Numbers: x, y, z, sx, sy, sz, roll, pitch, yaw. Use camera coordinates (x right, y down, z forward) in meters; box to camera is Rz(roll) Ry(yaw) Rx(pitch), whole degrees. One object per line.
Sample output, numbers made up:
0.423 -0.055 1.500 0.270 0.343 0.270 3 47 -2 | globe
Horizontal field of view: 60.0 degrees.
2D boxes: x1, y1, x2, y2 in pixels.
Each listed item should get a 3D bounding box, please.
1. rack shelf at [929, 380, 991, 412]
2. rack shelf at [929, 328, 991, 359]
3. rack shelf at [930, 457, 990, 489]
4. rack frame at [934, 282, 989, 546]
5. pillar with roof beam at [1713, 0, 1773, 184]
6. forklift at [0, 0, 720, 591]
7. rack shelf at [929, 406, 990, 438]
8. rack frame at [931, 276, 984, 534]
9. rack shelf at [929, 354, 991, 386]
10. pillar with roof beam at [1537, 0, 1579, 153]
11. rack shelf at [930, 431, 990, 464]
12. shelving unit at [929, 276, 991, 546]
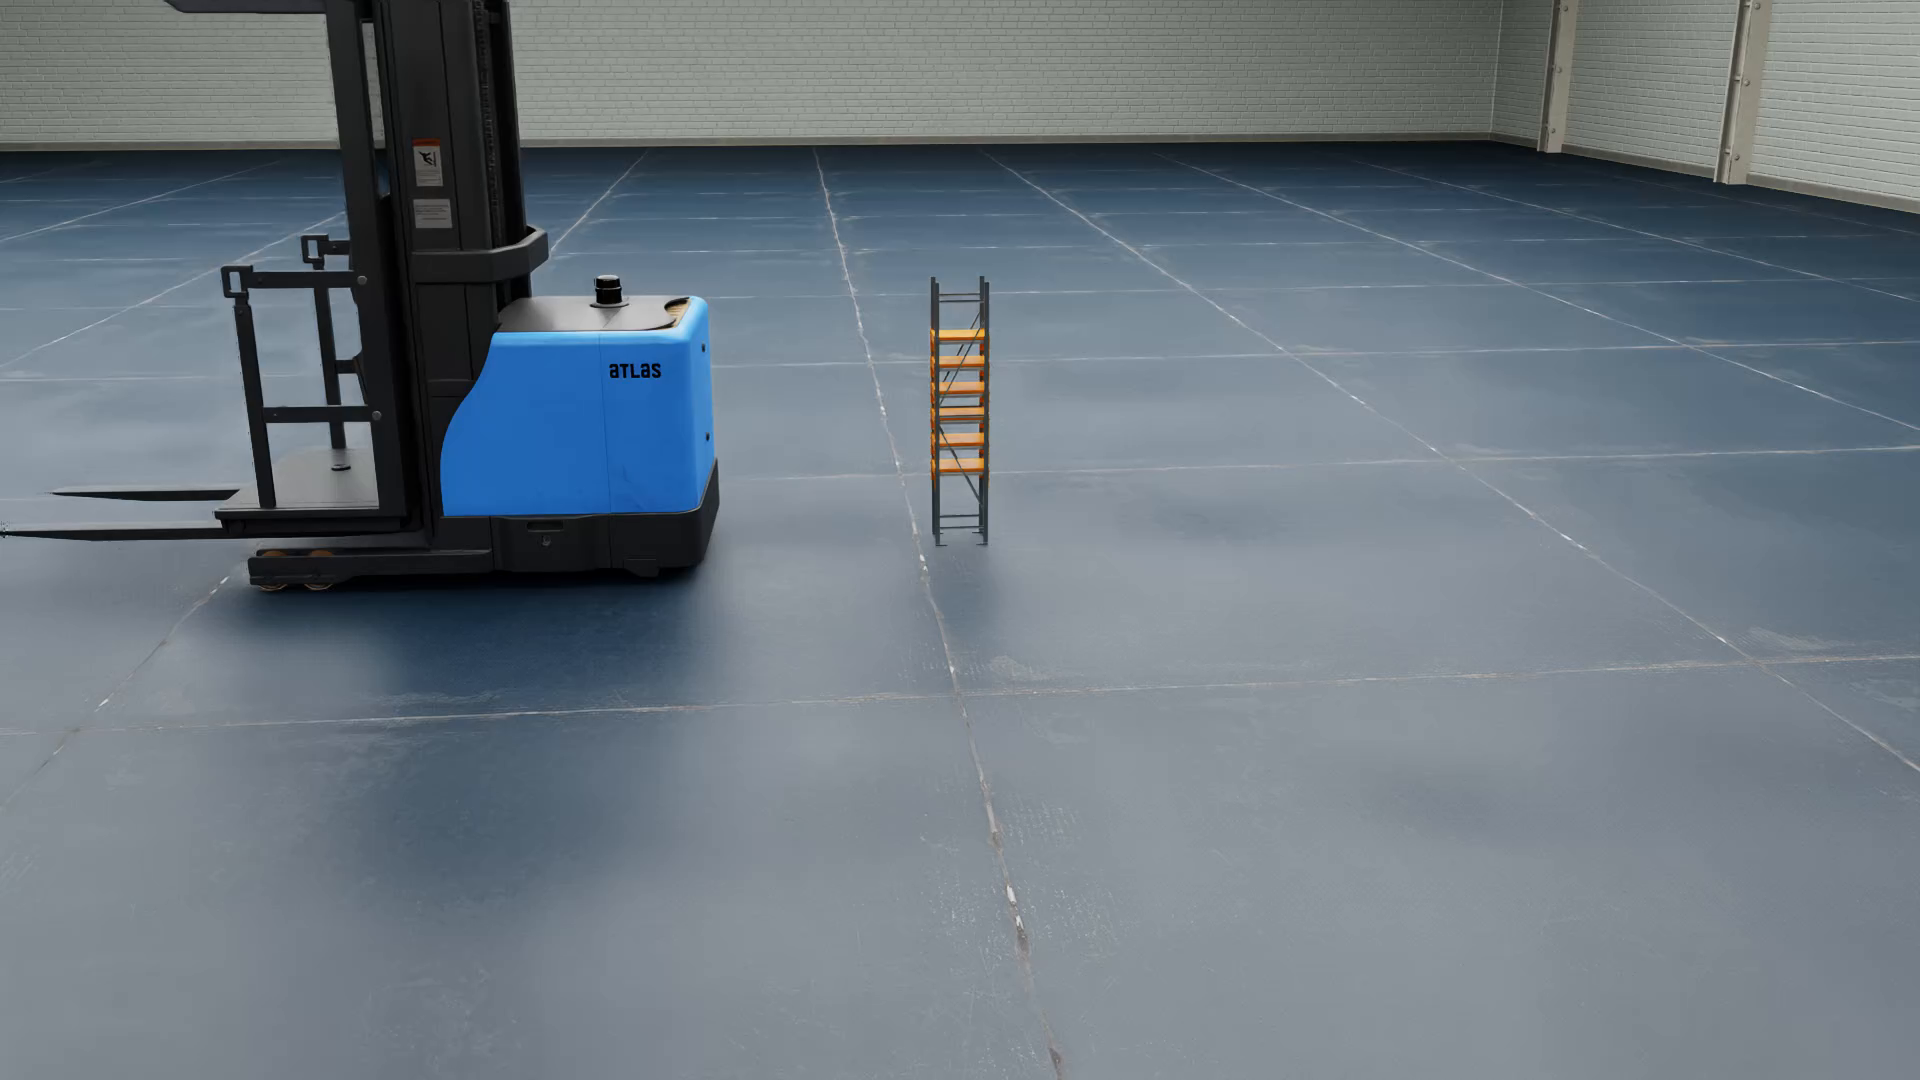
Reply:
-0.001 -0.649 7.488 0.258 0.103 0.180 -2 18 -6 | rack shelf
-0.002 -0.878 7.417 0.258 0.103 0.180 -2 18 -6 | rack shelf
-0.001 -0.305 7.596 0.258 0.103 0.180 -2 18 -6 | rack shelf
0.008 -0.550 7.424 0.240 1.200 0.006 -2 18 -6 | rack frame
6.973 -9.377 22.522 9.100 9.000 0.400 -2 18 -6 | pillar with roof beam
-2.642 -1.347 7.073 3.031 2.935 1.130 -1 17 -3 | forklift
-0.001 -0.534 7.524 0.258 0.103 0.180 -2 18 -6 | rack shelf
-0.011 -0.604 7.598 0.240 1.200 0.006 -2 18 -6 | rack frame
-0.002 -0.763 7.453 0.258 0.103 0.180 -2 18 -6 | rack shelf
6.354 -11.165 28.216 9.100 9.000 0.400 -2 18 -6 | pillar with roof beam
-0.001 -0.420 7.560 0.258 0.103 0.180 -2 18 -6 | rack shelf
-0.001 -0.577 7.511 0.258 1.200 0.189 -2 18 -6 | shelving unit
